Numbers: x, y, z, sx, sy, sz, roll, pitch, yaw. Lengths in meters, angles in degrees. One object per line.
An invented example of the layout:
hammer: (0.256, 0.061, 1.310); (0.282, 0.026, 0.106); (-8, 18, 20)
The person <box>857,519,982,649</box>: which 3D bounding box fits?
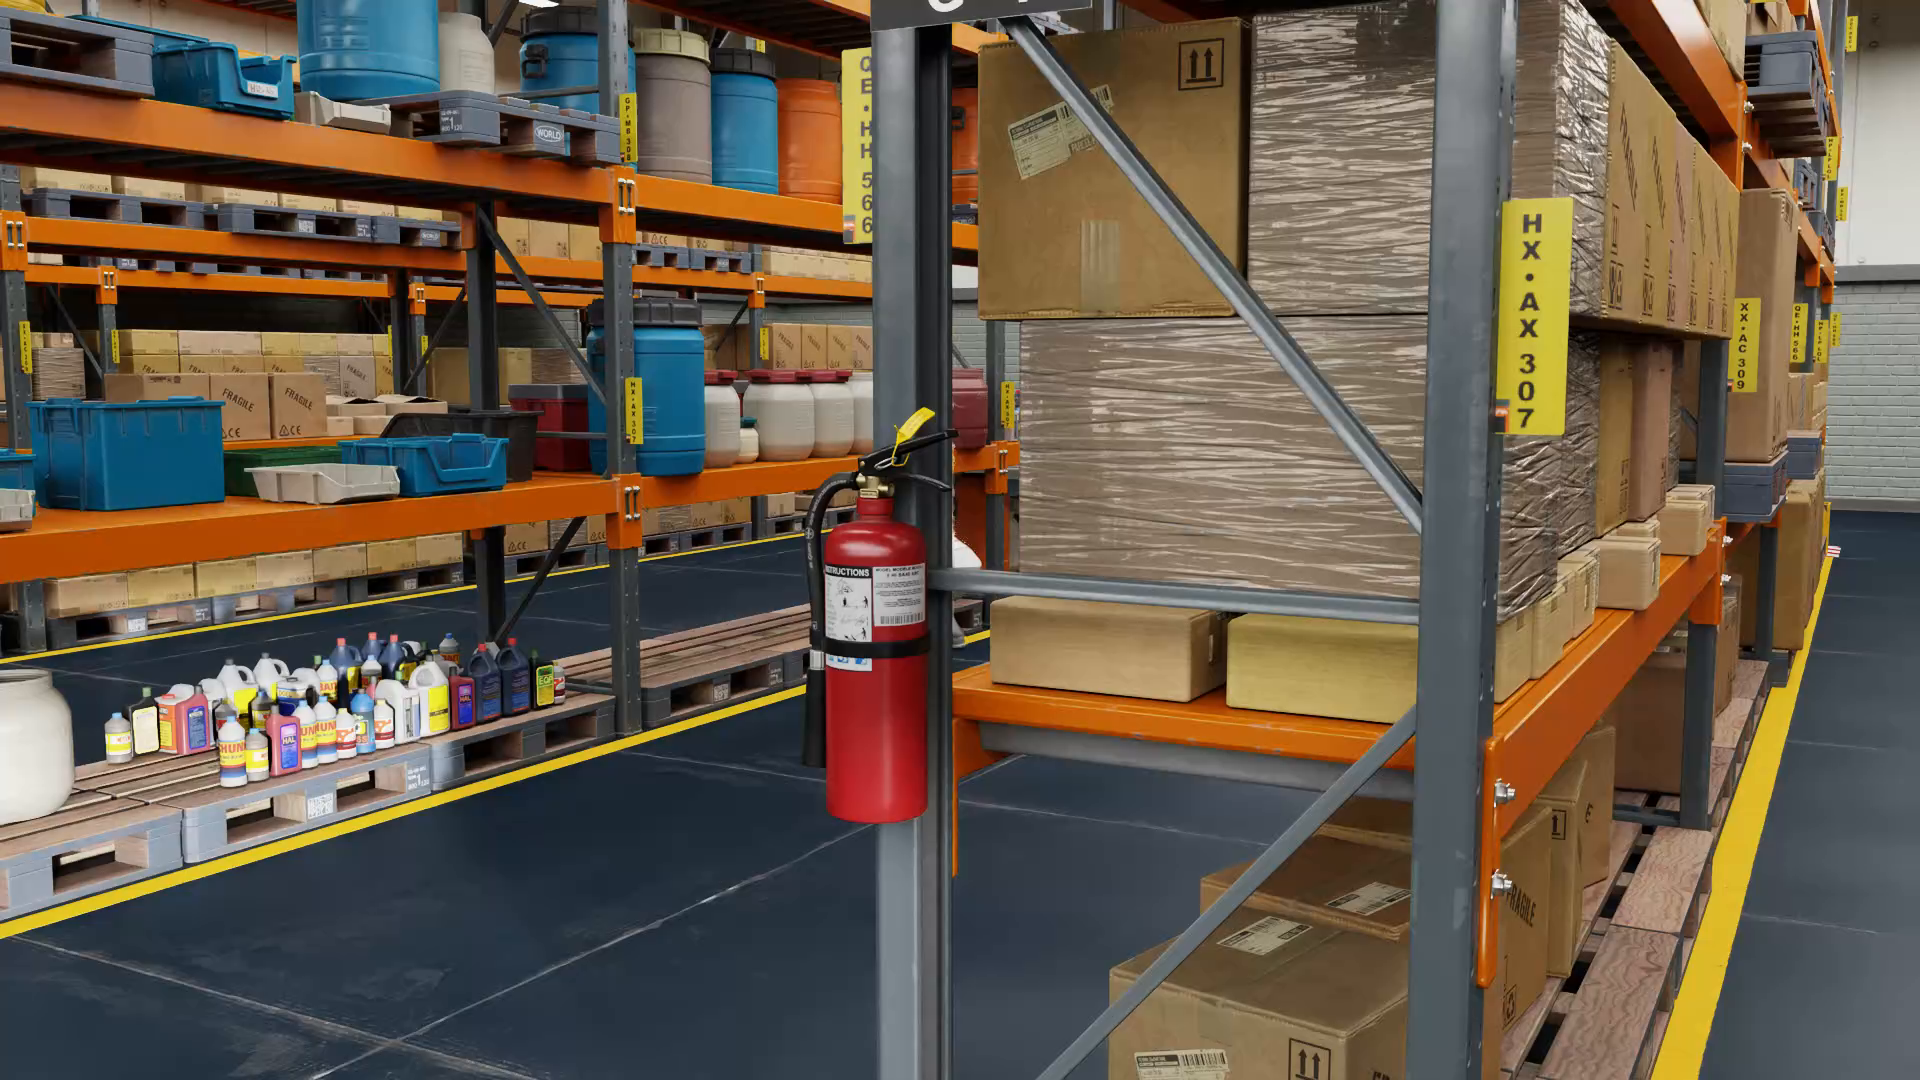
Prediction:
person: (-0.295, 0.251, 10.947); (0.886, 0.944, 0.479); (4, 7, 33)
